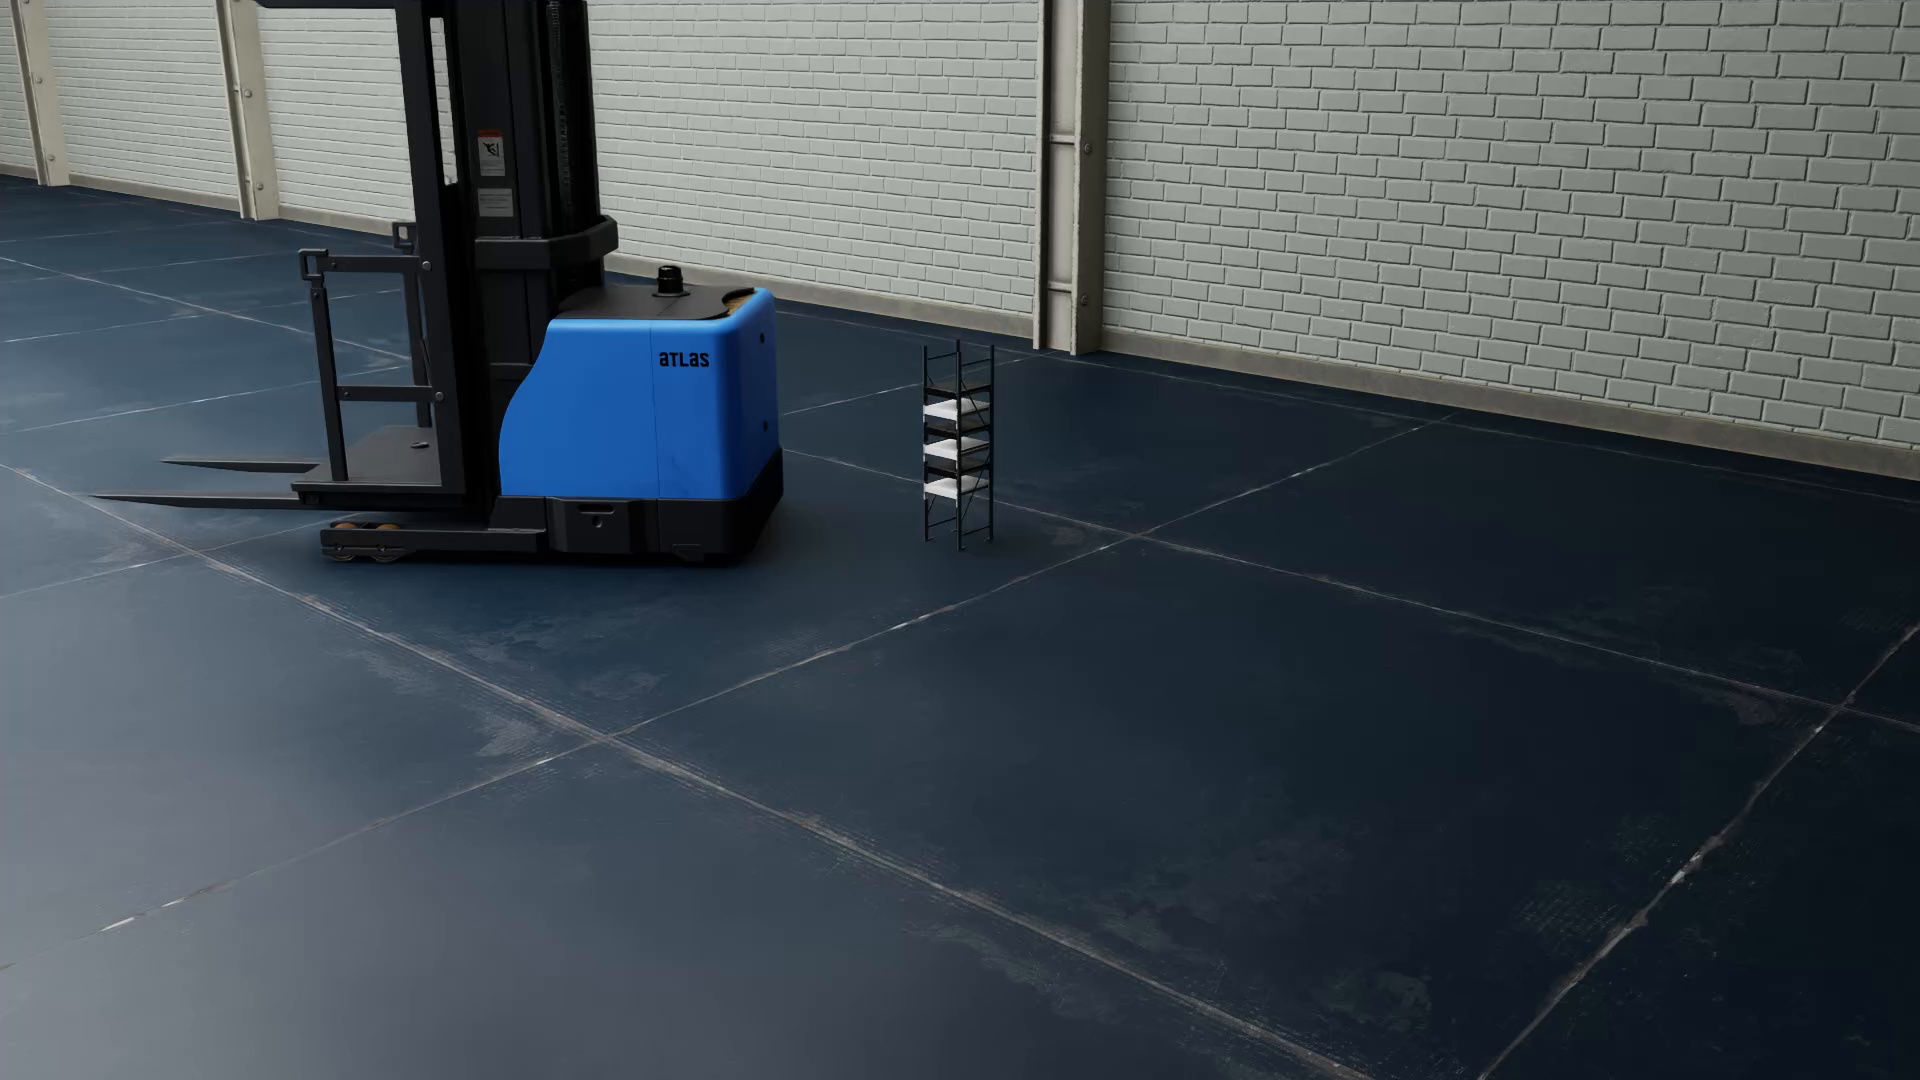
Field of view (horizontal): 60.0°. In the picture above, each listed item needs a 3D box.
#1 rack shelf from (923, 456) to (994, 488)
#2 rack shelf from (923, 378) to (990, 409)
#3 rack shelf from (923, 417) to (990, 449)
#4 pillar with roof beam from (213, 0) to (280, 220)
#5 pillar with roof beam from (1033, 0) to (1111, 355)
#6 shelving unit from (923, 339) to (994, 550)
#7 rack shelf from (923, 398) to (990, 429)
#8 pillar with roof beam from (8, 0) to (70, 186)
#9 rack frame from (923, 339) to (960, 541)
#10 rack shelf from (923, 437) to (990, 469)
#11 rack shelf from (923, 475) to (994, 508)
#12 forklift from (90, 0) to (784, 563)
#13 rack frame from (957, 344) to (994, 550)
[{"bbox_3d":[-0.006,-0.313,7.518,0.200,0.077,0.258,15,23,39],"label":"rack shelf"},{"bbox_3d":[-0.006,-0.656,7.409,0.200,0.077,0.258,15,23,39],"label":"rack shelf"},{"bbox_3d":[-0.006,-0.485,7.464,0.200,0.077,0.258,15,23,39],"label":"rack shelf"},{"bbox_3d":[-11.061,-7.099,15.103,0.400,9.000,9.100,15,23,39],"label":"pillar with roof beam"},{"bbox_3d":[-2.086,-4.689,7.511,0.400,9.000,9.100,15,23,39],"label":"pillar with roof beam"},{"bbox_3d":[-0.006,-0.431,7.481,0.210,0.900,0.258,15,23,39],"label":"shelving unit"},{"bbox_3d":[-0.006,-0.570,7.436,0.200,0.077,0.258,15,23,39],"label":"rack shelf"},{"bbox_3d":[-15.549,-8.303,18.899,0.400,9.000,9.100,15,23,39],"label":"pillar with roof beam"},{"bbox_3d":[-0.082,-0.451,7.545,0.006,0.900,0.240,15,23,39],"label":"rack frame"},{"bbox_3d":[-0.006,-0.399,7.491,0.200,0.077,0.258,15,23,39],"label":"rack shelf"},{"bbox_3d":[-0.006,-0.227,7.545,0.200,0.077,0.258,15,23,39],"label":"rack shelf"},{"bbox_3d":[-2.398,-1.456,7.353,3.031,2.935,1.130,1,18,4],"label":"forklift"},{"bbox_3d":[0.070,-0.410,7.416,0.006,0.900,0.240,15,23,39],"label":"rack frame"}]
